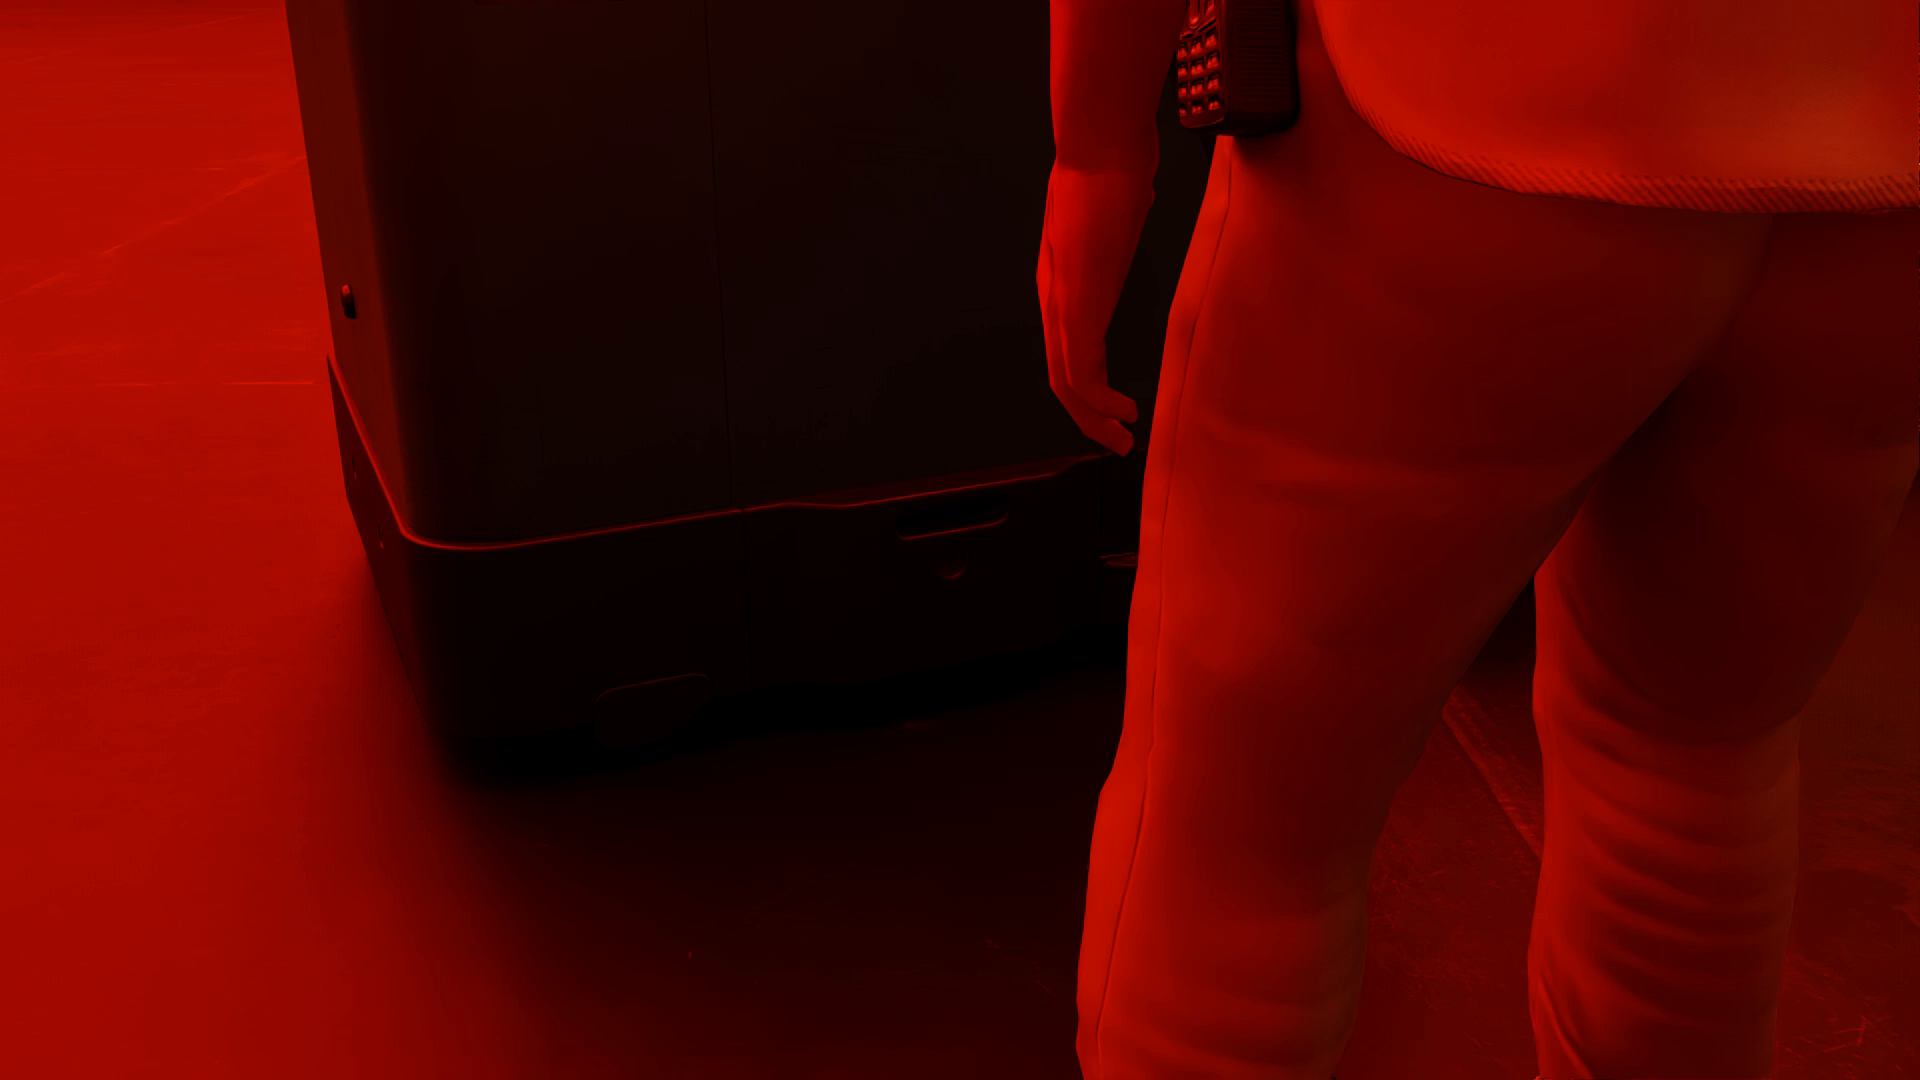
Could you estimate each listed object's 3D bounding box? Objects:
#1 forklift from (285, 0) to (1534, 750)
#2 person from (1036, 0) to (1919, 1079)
[{"bbox_3d":[0.552,-1.458,2.439,3.031,2.935,1.130,-10,23,-23],"label":"forklift"},{"bbox_3d":[0.317,-0.216,0.904,0.717,1.754,0.456,-5,22,-13],"label":"person"}]
